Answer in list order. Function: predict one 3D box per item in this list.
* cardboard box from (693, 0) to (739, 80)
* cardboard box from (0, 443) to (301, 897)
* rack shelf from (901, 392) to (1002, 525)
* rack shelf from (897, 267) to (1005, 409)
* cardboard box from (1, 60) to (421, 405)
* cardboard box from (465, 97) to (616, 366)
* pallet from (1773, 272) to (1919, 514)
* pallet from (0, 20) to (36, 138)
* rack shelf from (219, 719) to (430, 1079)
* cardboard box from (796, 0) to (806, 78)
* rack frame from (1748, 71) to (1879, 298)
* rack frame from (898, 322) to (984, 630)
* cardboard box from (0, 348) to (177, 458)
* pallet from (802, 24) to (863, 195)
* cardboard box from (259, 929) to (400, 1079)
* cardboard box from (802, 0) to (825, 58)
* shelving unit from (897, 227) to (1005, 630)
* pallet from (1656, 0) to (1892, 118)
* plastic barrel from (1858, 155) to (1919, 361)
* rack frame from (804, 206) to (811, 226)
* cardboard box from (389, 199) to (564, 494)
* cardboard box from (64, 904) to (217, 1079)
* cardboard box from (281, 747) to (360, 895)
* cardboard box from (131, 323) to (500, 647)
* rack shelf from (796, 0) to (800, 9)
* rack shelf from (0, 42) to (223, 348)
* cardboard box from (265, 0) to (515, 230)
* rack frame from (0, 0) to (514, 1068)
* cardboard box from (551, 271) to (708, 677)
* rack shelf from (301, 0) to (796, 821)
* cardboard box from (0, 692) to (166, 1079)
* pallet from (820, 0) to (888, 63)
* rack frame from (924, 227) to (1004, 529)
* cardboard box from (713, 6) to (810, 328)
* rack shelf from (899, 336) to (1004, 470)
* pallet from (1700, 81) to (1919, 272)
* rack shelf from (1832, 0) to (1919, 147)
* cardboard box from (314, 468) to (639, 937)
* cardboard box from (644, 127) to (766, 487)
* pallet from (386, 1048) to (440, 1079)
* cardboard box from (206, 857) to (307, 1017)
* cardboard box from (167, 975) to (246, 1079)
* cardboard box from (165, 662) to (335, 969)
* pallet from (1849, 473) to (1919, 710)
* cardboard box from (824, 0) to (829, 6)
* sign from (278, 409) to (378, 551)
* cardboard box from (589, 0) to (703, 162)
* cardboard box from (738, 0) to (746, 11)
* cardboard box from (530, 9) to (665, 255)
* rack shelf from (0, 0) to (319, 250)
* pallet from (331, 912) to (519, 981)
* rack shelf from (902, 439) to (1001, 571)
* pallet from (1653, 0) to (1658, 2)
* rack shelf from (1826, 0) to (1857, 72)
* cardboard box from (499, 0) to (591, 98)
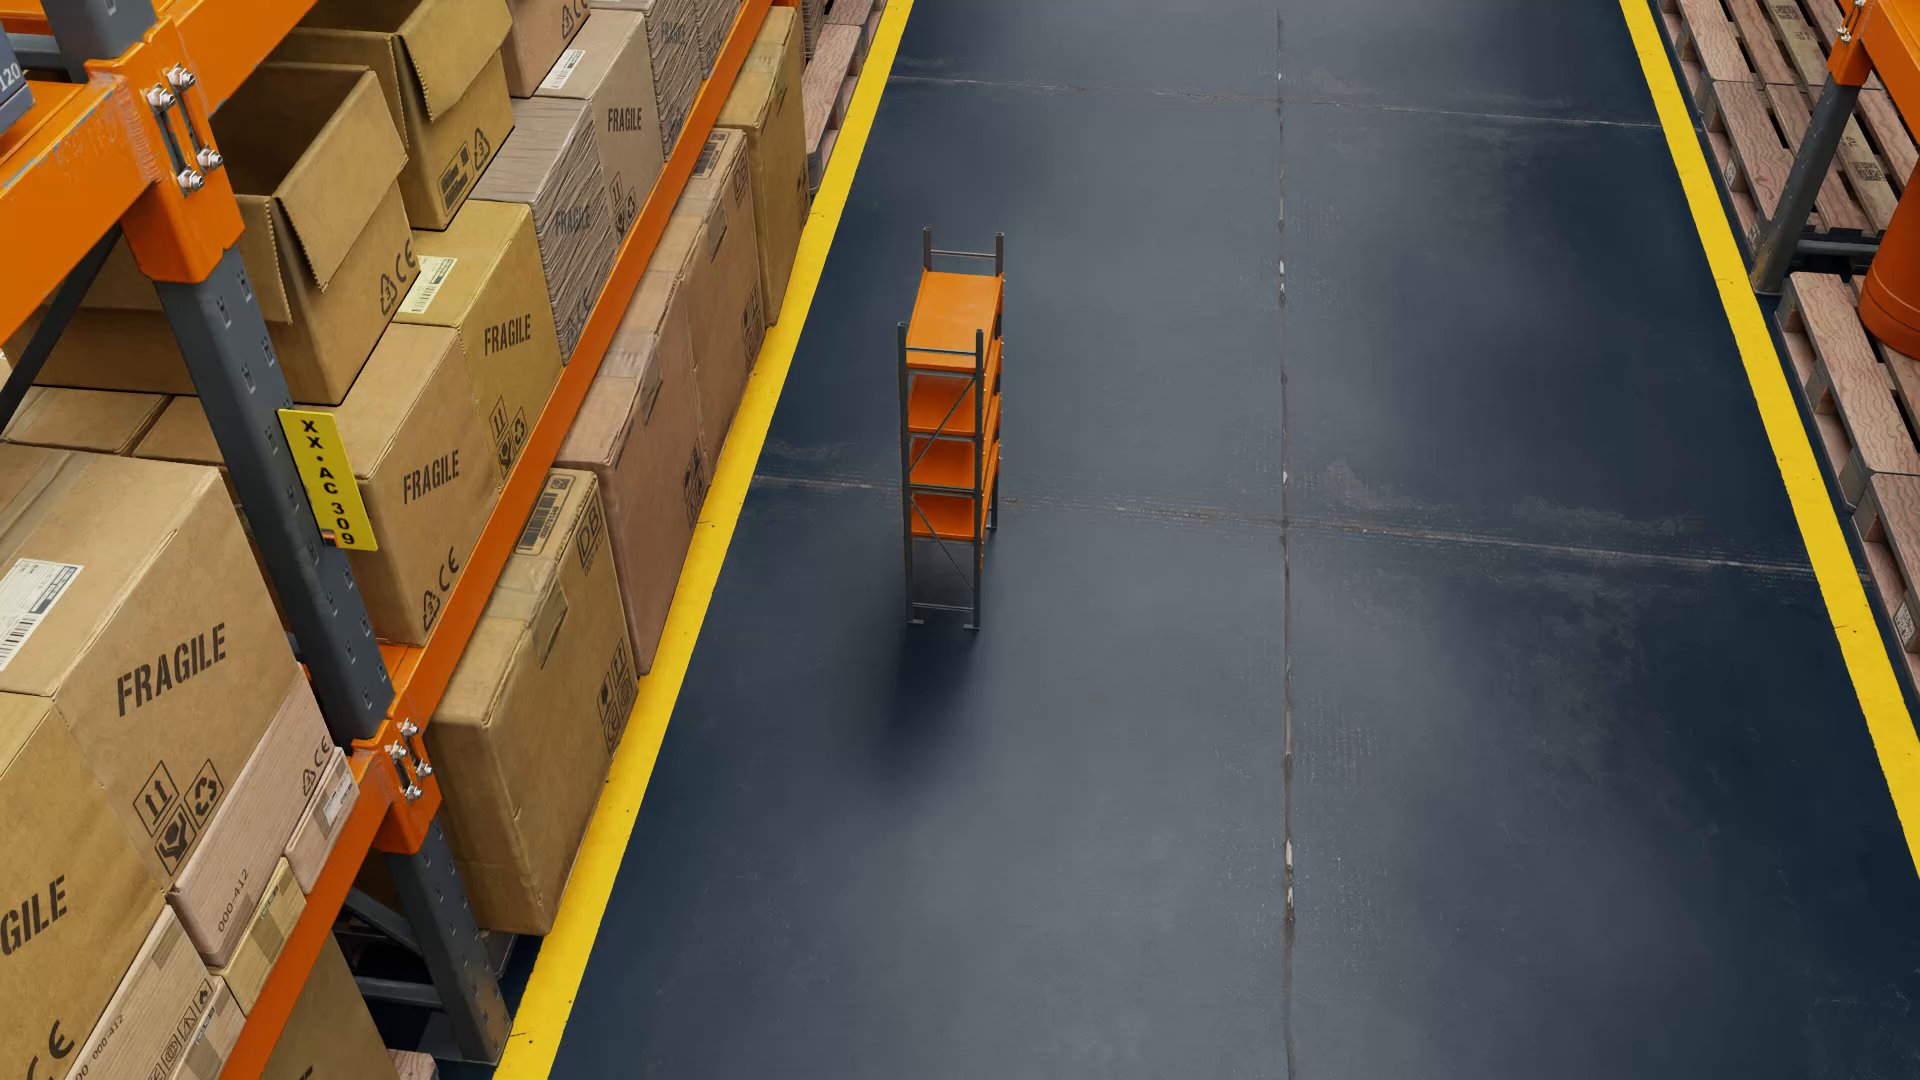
[{"bbox_3d":[-1.047,-1.874,5.475,0.500,0.500,0.500,5,44,5],"label":"cardboard box"},{"bbox_3d":[-1.480,0.202,2.702,0.500,0.500,0.500,6,44,7],"label":"cardboard box"},{"bbox_3d":[-0.022,-0.274,5.265,0.258,0.148,0.480,5,44,6],"label":"rack shelf"},{"bbox_3d":[-0.022,-0.608,4.948,0.258,0.148,0.480,5,44,6],"label":"rack shelf"},{"bbox_3d":[-1.608,-0.646,3.449,0.797,0.503,0.637,4,44,4],"label":"cardboard box"},{"bbox_3d":[-1.243,-0.820,4.362,0.500,0.500,0.500,4,44,5],"label":"cardboard box"},{"bbox_3d":[3.691,-0.532,6.158,1.003,0.211,1.213,5,44,6],"label":"pallet"},{"bbox_3d":[-1.803,-0.310,1.779,1.003,0.211,1.213,5,44,6],"label":"pallet"},{"bbox_3d":[-1.948,1.815,2.175,1.077,0.370,4.000,5,44,6],"label":"rack shelf"},{"bbox_3d":[-1.086,-2.246,7.439,0.700,0.500,0.500,3,44,3],"label":"cardboard box"},{"bbox_3d":[3.754,-2.086,5.771,1.000,3.000,0.127,5,44,6],"label":"rack frame"},{"bbox_3d":[-0.054,-0.157,5.043,0.240,1.200,0.015,5,44,6],"label":"rack frame"},{"bbox_3d":[-1.893,-0.190,3.696,0.500,0.500,0.500,5,44,6],"label":"cardboard box"},{"bbox_3d":[-1.050,-2.056,7.767,1.003,0.211,1.213,5,44,6],"label":"pallet"},{"bbox_3d":[-1.851,1.252,3.486,0.875,0.875,0.875,5,44,6],"label":"cardboard box"},{"bbox_3d":[-1.026,-2.625,7.839,0.700,0.500,0.500,2,43,2],"label":"cardboard box"},{"bbox_3d":[-0.022,-0.323,5.218,0.258,1.200,0.503,5,44,6],"label":"shelving unit"},{"bbox_3d":[4.059,-2.426,8.159,1.003,0.211,1.213,5,44,6],"label":"pallet"},{"bbox_3d":[3.707,-1.115,6.019,0.600,0.830,0.708,5,44,6],"label":"plastic barrel"},{"bbox_3d":[-1.155,-2.536,6.246,1.000,3.000,0.127,5,44,6],"label":"rack frame"},{"bbox_3d":[-1.310,-0.479,4.002,0.500,0.500,0.500,5,44,6],"label":"cardboard box"},{"bbox_3d":[-1.548,0.814,2.601,0.500,0.250,0.500,6,44,7],"label":"cardboard box"},{"bbox_3d":[-1.400,0.519,3.203,0.380,0.149,0.250,5,44,6],"label":"cardboard box"},{"bbox_3d":[-1.375,-0.137,3.640,0.500,0.500,0.500,5,44,6],"label":"cardboard box"},{"bbox_3d":[-0.891,-3.638,7.933,1.077,0.370,4.000,5,44,6],"label":"rack shelf"},{"bbox_3d":[-1.948,0.725,1.144,1.077,0.370,4.000,5,44,6],"label":"rack shelf"},{"bbox_3d":[-1.506,-1.113,3.941,0.797,0.503,0.637,6,44,6],"label":"cardboard box"},{"bbox_3d":[-1.684,0.190,3.367,1.000,3.000,0.127,5,44,6],"label":"rack frame"},{"bbox_3d":[-1.502,-0.238,5.059,1.225,0.875,0.875,4,44,4],"label":"cardboard box"},{"bbox_3d":[-1.420,-0.911,5.054,1.077,0.370,4.000,5,44,6],"label":"rack shelf"},{"bbox_3d":[-1.550,0.543,2.342,0.500,0.500,0.500,6,44,6],"label":"cardboard box"},{"bbox_3d":[-0.887,-2.885,8.643,1.003,0.211,1.213,5,44,6],"label":"pallet"},{"bbox_3d":[0.010,-0.489,5.394,0.240,1.200,0.015,5,44,6],"label":"rack frame"},{"bbox_3d":[-1.267,-1.448,6.338,1.225,0.875,0.875,3,44,4],"label":"cardboard box"},{"bbox_3d":[-0.022,-0.436,5.111,0.258,0.148,0.480,5,44,6],"label":"rack shelf"},{"bbox_3d":[3.895,-1.597,7.284,1.003,0.211,1.213,5,44,6],"label":"pallet"},{"bbox_3d":[3.490,-0.461,4.579,1.077,0.370,4.000,5,44,6],"label":"rack shelf"},{"bbox_3d":[-1.619,0.371,4.416,1.225,0.875,0.875,5,44,6],"label":"cardboard box"},{"bbox_3d":[-1.393,-0.841,5.697,1.225,0.875,0.875,5,44,6],"label":"cardboard box"},{"bbox_3d":[-1.862,1.714,3.786,1.003,0.211,1.213,5,44,6],"label":"pallet"},{"bbox_3d":[-1.433,0.695,3.017,0.380,0.149,0.250,6,44,6],"label":"cardboard box"},{"bbox_3d":[-1.468,0.870,2.833,0.380,0.149,0.250,5,44,5],"label":"cardboard box"},{"bbox_3d":[-1.482,0.462,2.974,0.500,0.250,0.500,4,44,5],"label":"cardboard box"},{"bbox_3d":[3.528,0.297,5.283,1.003,0.211,1.213,5,44,6],"label":"pallet"},{"bbox_3d":[-0.958,-3.012,8.248,0.700,0.500,0.500,9,44,9],"label":"cardboard box"},{"bbox_3d":[-1.134,-0.103,2.990,0.100,0.325,0.005,5,44,6],"label":"sign"},{"bbox_3d":[-1.112,-1.520,5.101,0.500,0.500,0.500,4,44,4],"label":"cardboard box"},{"bbox_3d":[-0.975,-2.213,5.833,0.500,0.500,0.500,6,44,7],"label":"cardboard box"},{"bbox_3d":[-1.180,-1.173,4.735,0.500,0.500,0.500,6,44,6],"label":"cardboard box"},{"bbox_3d":[-1.420,-2.001,4.023,1.077,0.370,4.000,5,44,6],"label":"rack shelf"},{"bbox_3d":[-1.657,0.670,4.889,1.003,0.211,1.213,5,44,6],"label":"pallet"},{"bbox_3d":[-0.022,-0.130,5.401,0.258,0.148,0.480,5,44,6],"label":"rack shelf"},{"bbox_3d":[4.218,-3.260,9.040,1.003,0.211,1.213,5,44,6],"label":"pallet"},{"bbox_3d":[4.019,-3.187,7.458,1.077,0.370,4.000,5,44,6],"label":"rack shelf"},{"bbox_3d":[-1.439,-1.538,4.390,0.797,0.503,0.637,7,44,7],"label":"cardboard box"}]
